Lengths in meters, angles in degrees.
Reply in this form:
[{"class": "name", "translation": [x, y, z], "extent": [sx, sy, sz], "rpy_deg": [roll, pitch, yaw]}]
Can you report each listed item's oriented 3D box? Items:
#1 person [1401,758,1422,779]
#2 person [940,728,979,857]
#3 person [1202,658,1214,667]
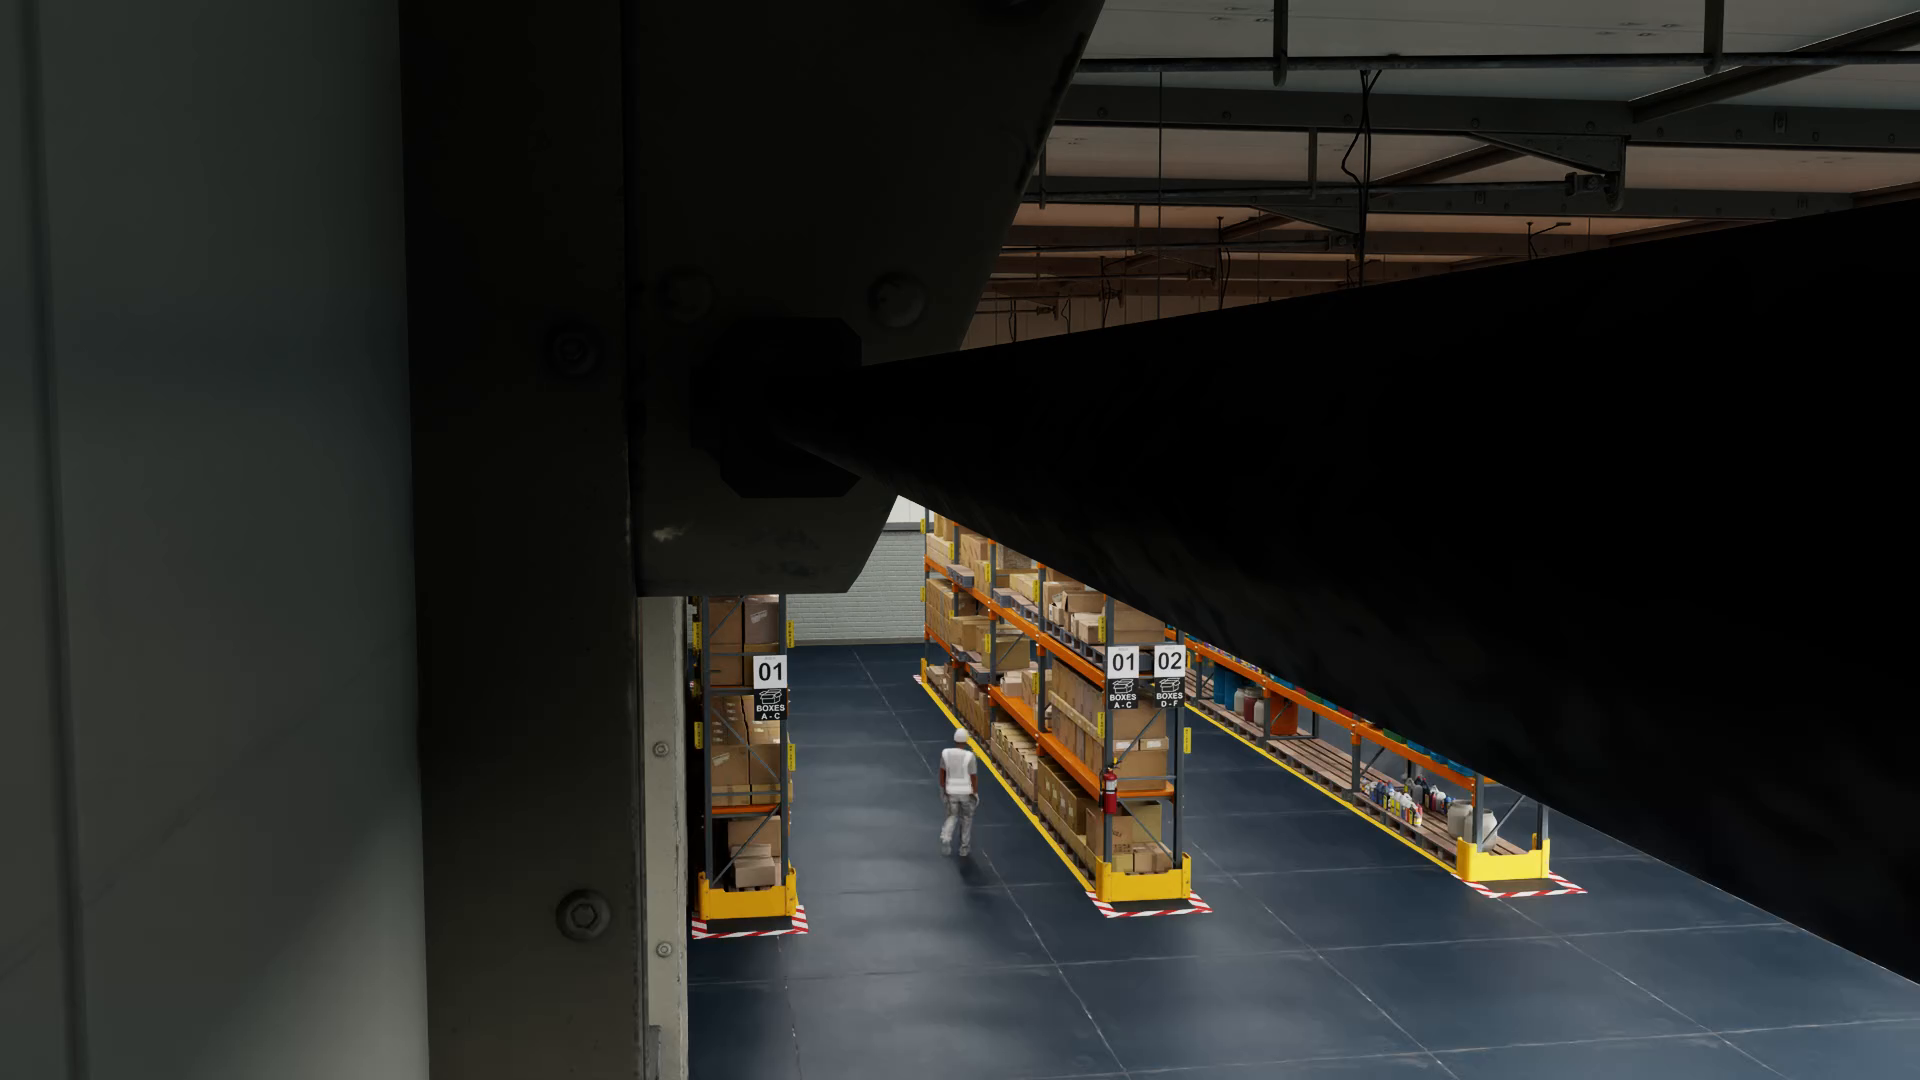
[{"class": "person", "translation": [7.393, 3.101, 27.312], "extent": [0.370, 1.708, 0.583], "rpy_deg": [-3, 6, -28]}, {"class": "person", "translation": [-0.023, 3.443, 22.620], "extent": [0.566, 1.777, 0.669], "rpy_deg": [2, 5, 23]}, {"class": "person", "translation": [5.709, 2.036, 38.671], "extent": [0.569, 1.797, 0.396], "rpy_deg": [0, 5, 0]}]
